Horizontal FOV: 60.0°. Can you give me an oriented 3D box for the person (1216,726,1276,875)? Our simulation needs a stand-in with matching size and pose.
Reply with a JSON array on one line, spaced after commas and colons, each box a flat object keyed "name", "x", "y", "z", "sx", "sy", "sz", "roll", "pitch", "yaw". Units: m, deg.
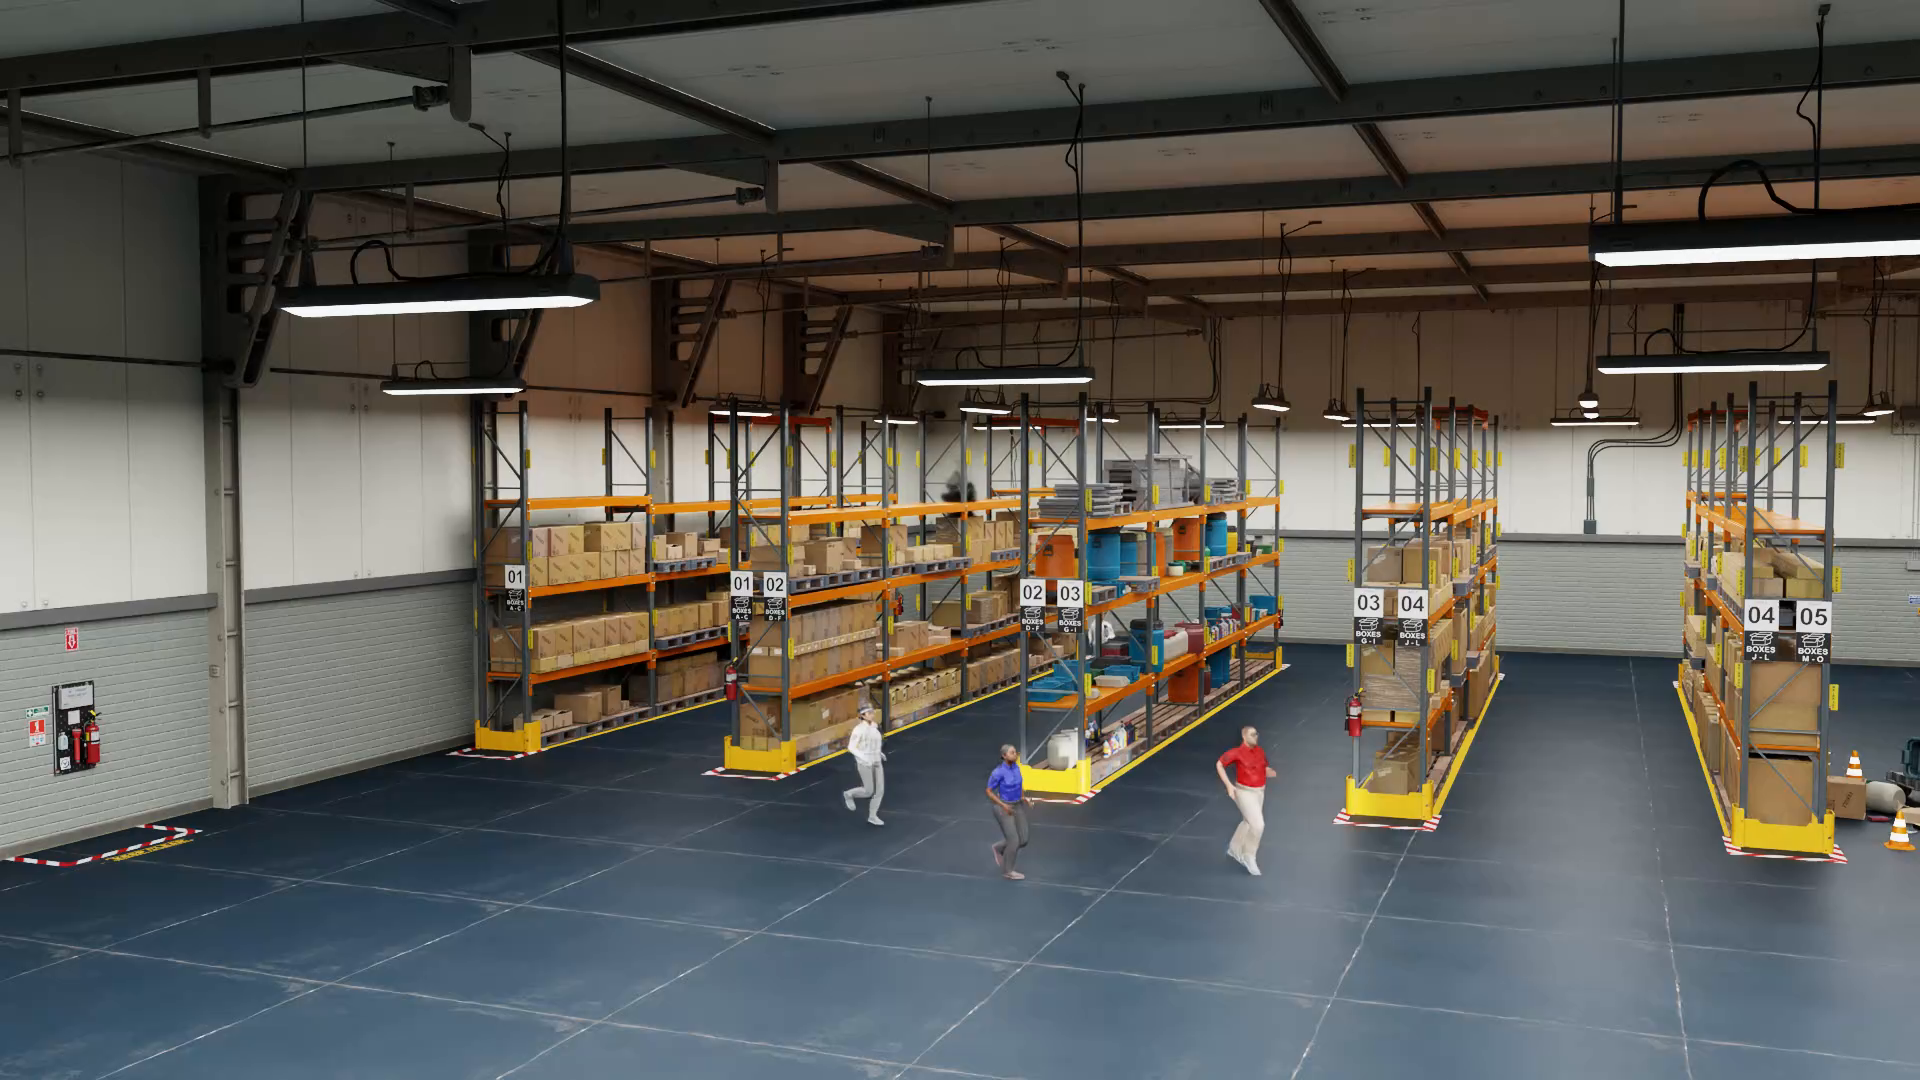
[{"name": "person", "x": 3.535, "y": 3.166, "z": 20.266, "sx": 0.631, "sy": 1.798, "sz": 0.754, "roll": -3, "pitch": 4, "yaw": -43}]

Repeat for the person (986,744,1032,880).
[{"name": "person", "x": 0.548, "y": 3.229, "z": 19.848, "sx": 0.581, "sy": 1.609, "sz": 0.562, "roll": 3, "pitch": 4, "yaw": 43}]

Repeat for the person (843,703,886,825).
[{"name": "person", "x": -1.286, "y": 3.067, "z": 22.917, "sx": 0.677, "sy": 1.663, "sz": 0.619, "roll": 2, "pitch": 4, "yaw": 41}]

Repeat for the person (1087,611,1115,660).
[{"name": "person", "x": 3.135, "y": 2.363, "z": 37.076, "sx": 0.626, "sy": 1.663, "sz": 0.768, "roll": 1, "pitch": 3, "yaw": 11}]
